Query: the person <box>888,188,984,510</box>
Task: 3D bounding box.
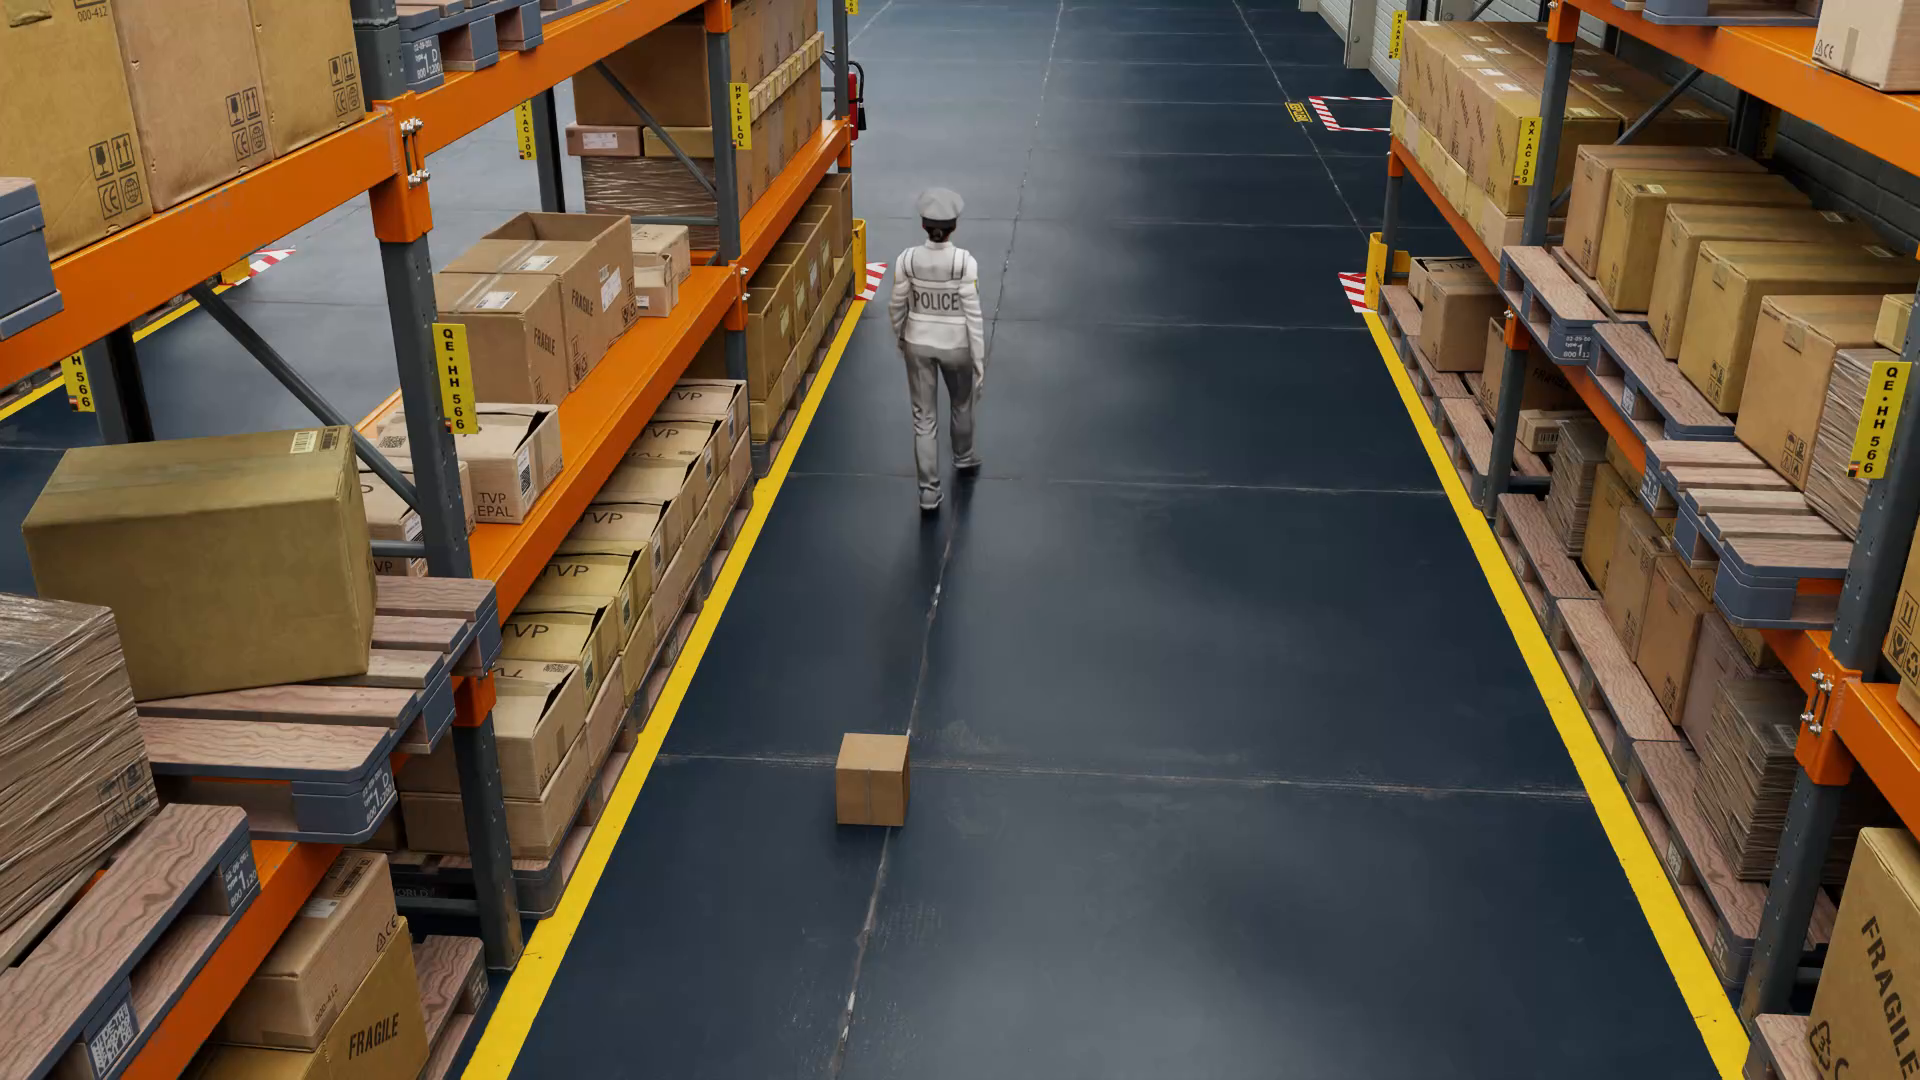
[{"bbox_3d":[-0.114,-1.051,8.843,0.519,1.671,0.866,2,25,5],"label":"person"}]
